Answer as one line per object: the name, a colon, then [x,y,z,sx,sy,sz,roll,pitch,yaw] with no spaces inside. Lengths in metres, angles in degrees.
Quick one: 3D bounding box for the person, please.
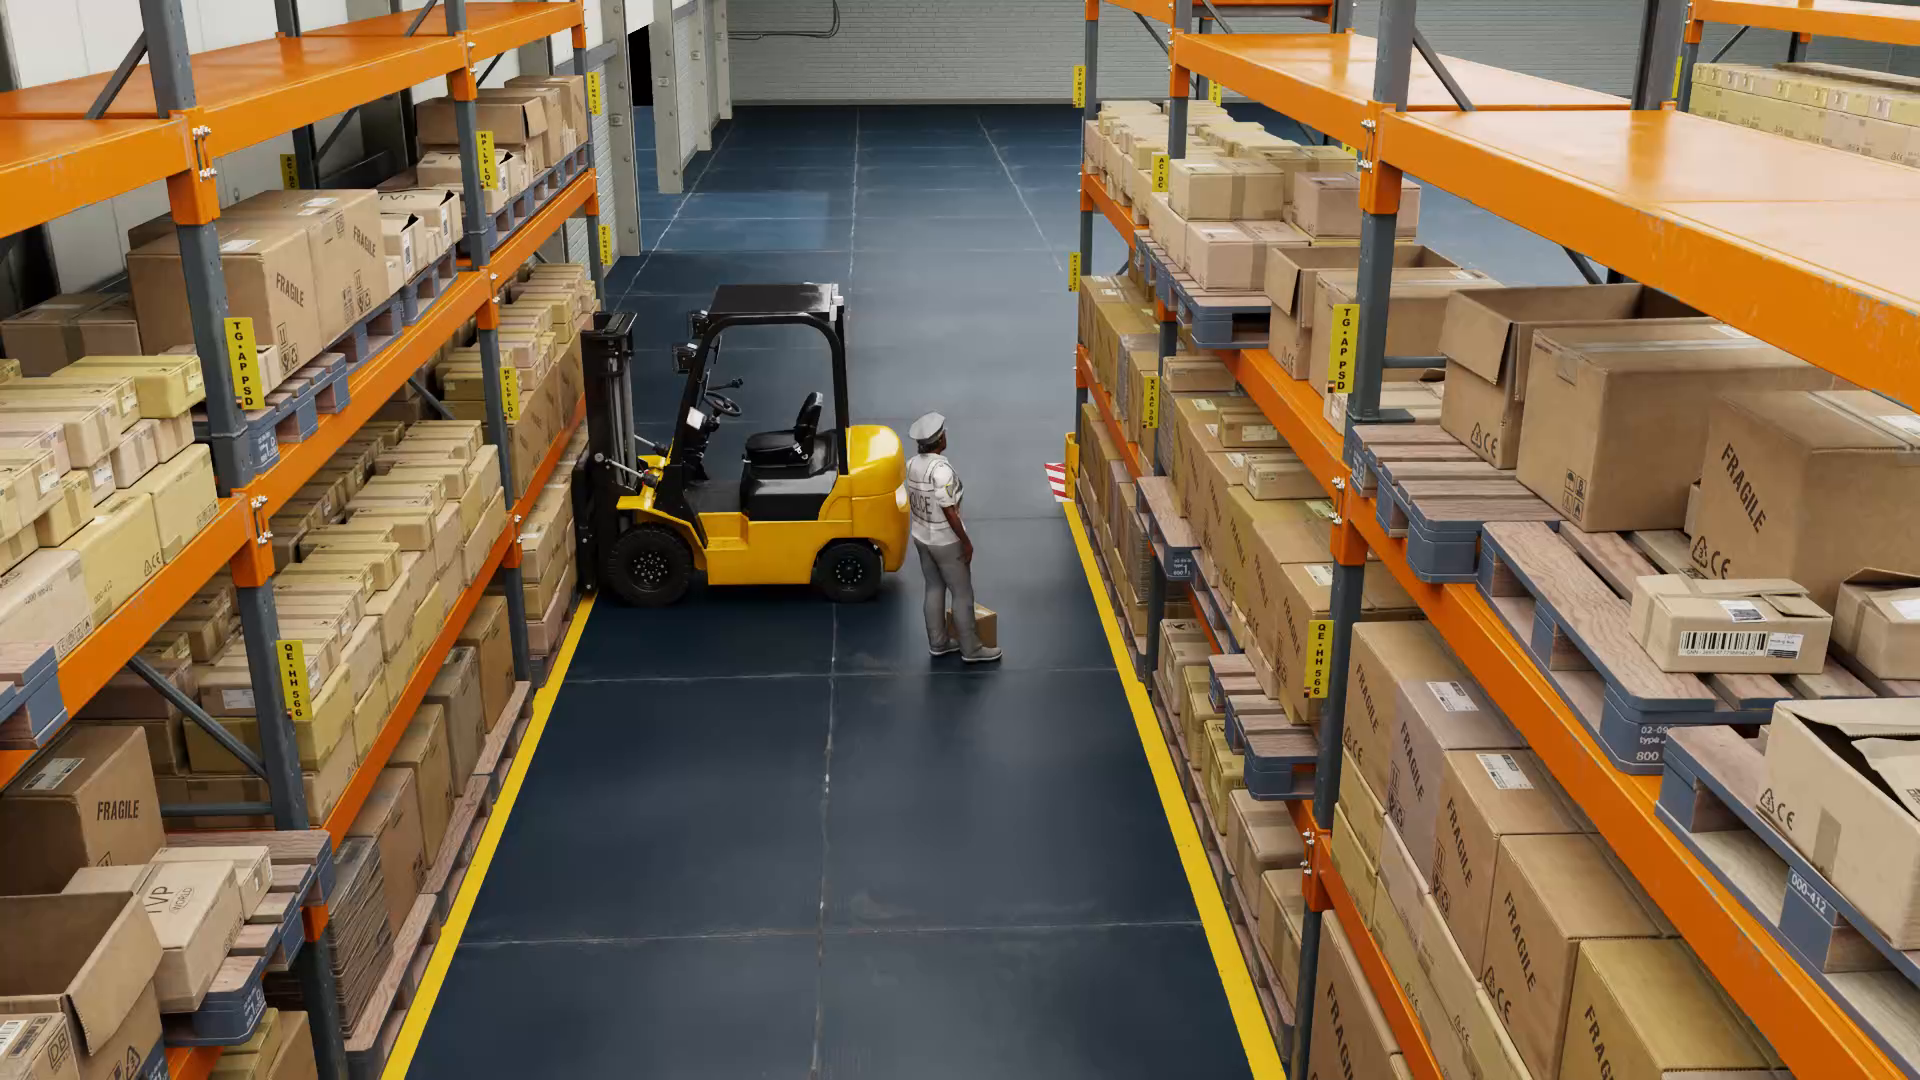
person: [-0.067,-0.023,11.065,0.529,1.696,0.570,-14,25,-33]
